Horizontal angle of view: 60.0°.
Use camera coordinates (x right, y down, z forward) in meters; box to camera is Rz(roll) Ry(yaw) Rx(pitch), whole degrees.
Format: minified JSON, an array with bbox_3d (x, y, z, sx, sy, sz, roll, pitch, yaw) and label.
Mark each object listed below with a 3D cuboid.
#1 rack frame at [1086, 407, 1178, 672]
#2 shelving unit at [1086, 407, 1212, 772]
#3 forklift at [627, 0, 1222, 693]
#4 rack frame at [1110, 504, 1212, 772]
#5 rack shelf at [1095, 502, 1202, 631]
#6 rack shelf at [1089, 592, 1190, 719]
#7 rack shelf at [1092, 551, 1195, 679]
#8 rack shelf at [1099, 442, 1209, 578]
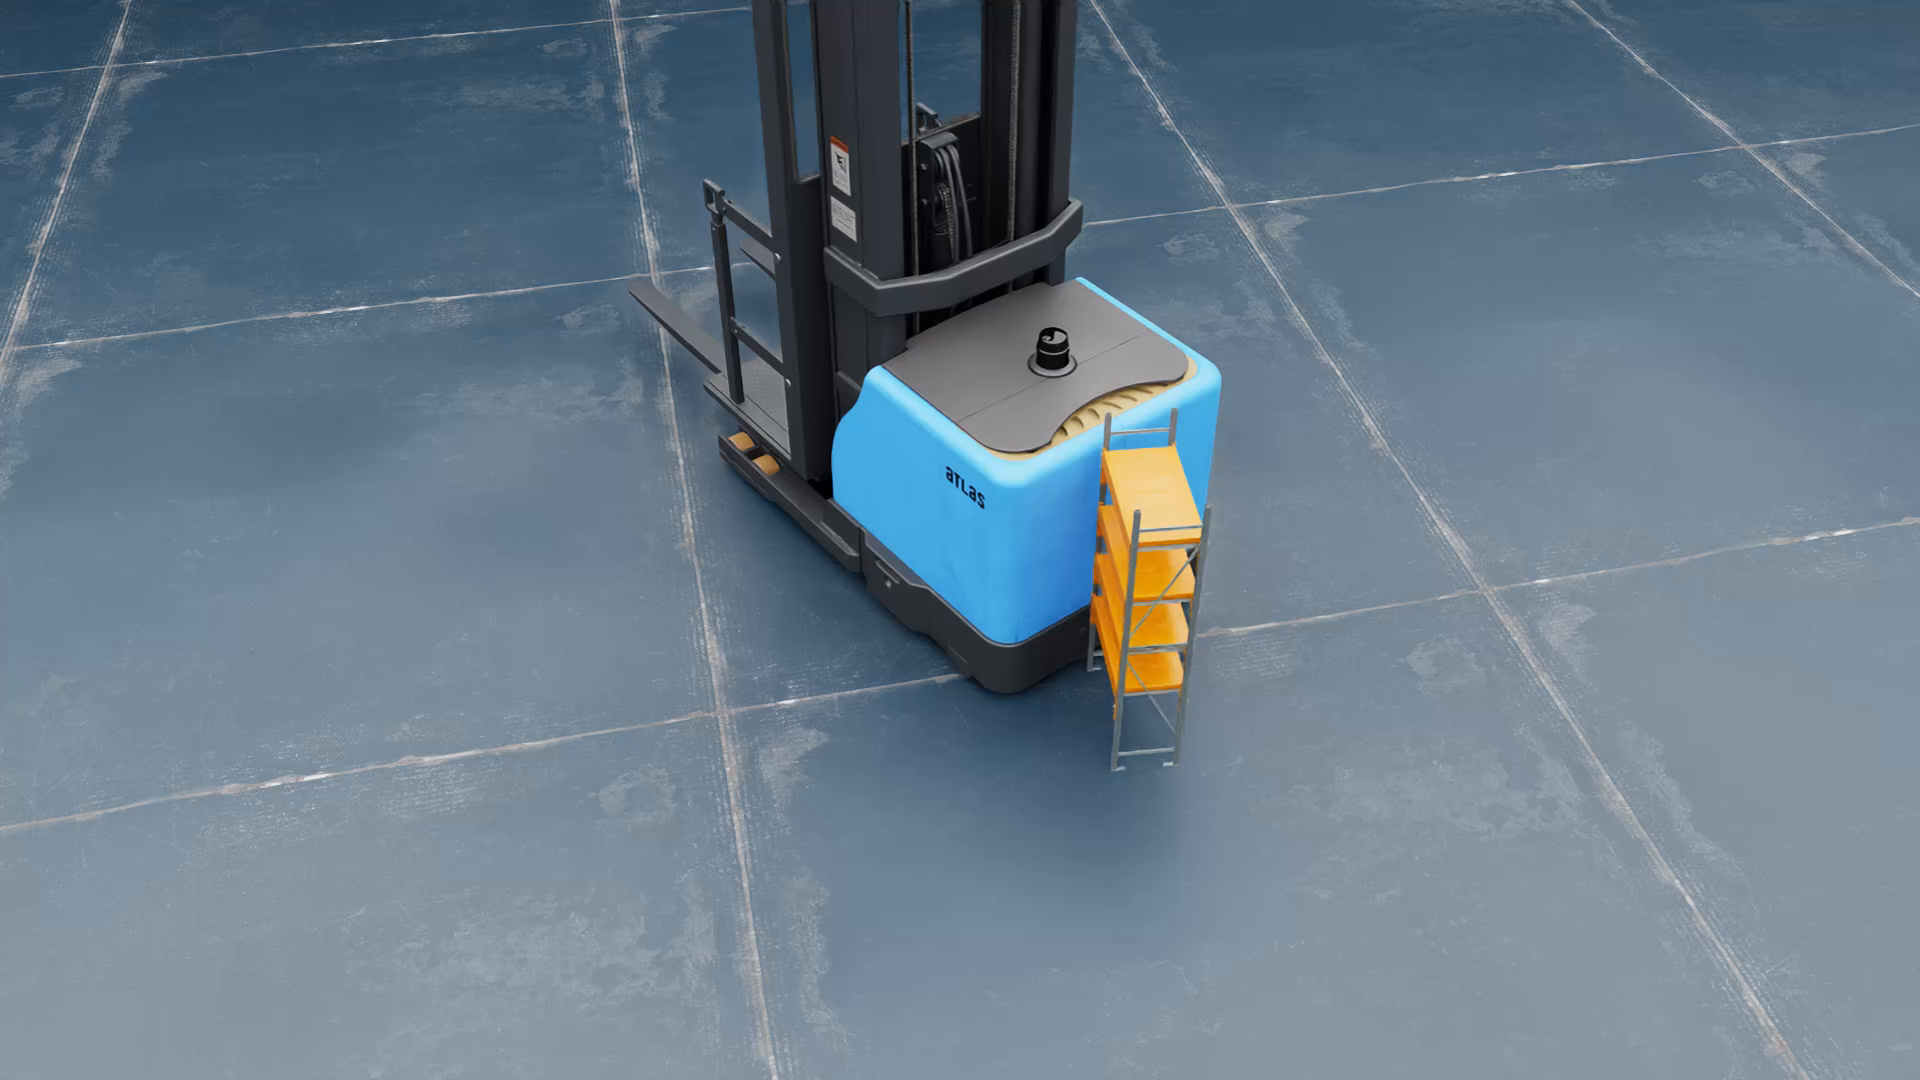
[{"bbox_3d":[0.592,0.030,5.813,0.240,1.200,0.015,-4,42,-5],"label":"rack frame"},{"bbox_3d":[0.620,0.191,5.631,0.258,1.200,0.503,-4,42,-5],"label":"shelving unit"},{"bbox_3d":[-0.364,-1.466,6.194,1.130,2.935,3.031,-27,48,-27],"label":"forklift"},{"bbox_3d":[0.648,0.352,5.450,0.240,1.200,0.015,-4,42,-5],"label":"rack frame"},{"bbox_3d":[0.620,0.074,5.528,0.258,0.148,0.480,-4,42,-5],"label":"rack shelf"},{"bbox_3d":[0.620,0.389,5.808,0.258,0.148,0.480,-4,42,-5],"label":"rack shelf"},{"bbox_3d":[0.620,0.241,5.676,0.258,0.148,0.480,-4,42,-5],"label":"rack shelf"},{"bbox_3d":[0.620,-0.103,5.371,0.258,0.148,0.480,-4,42,-5],"label":"rack shelf"}]
